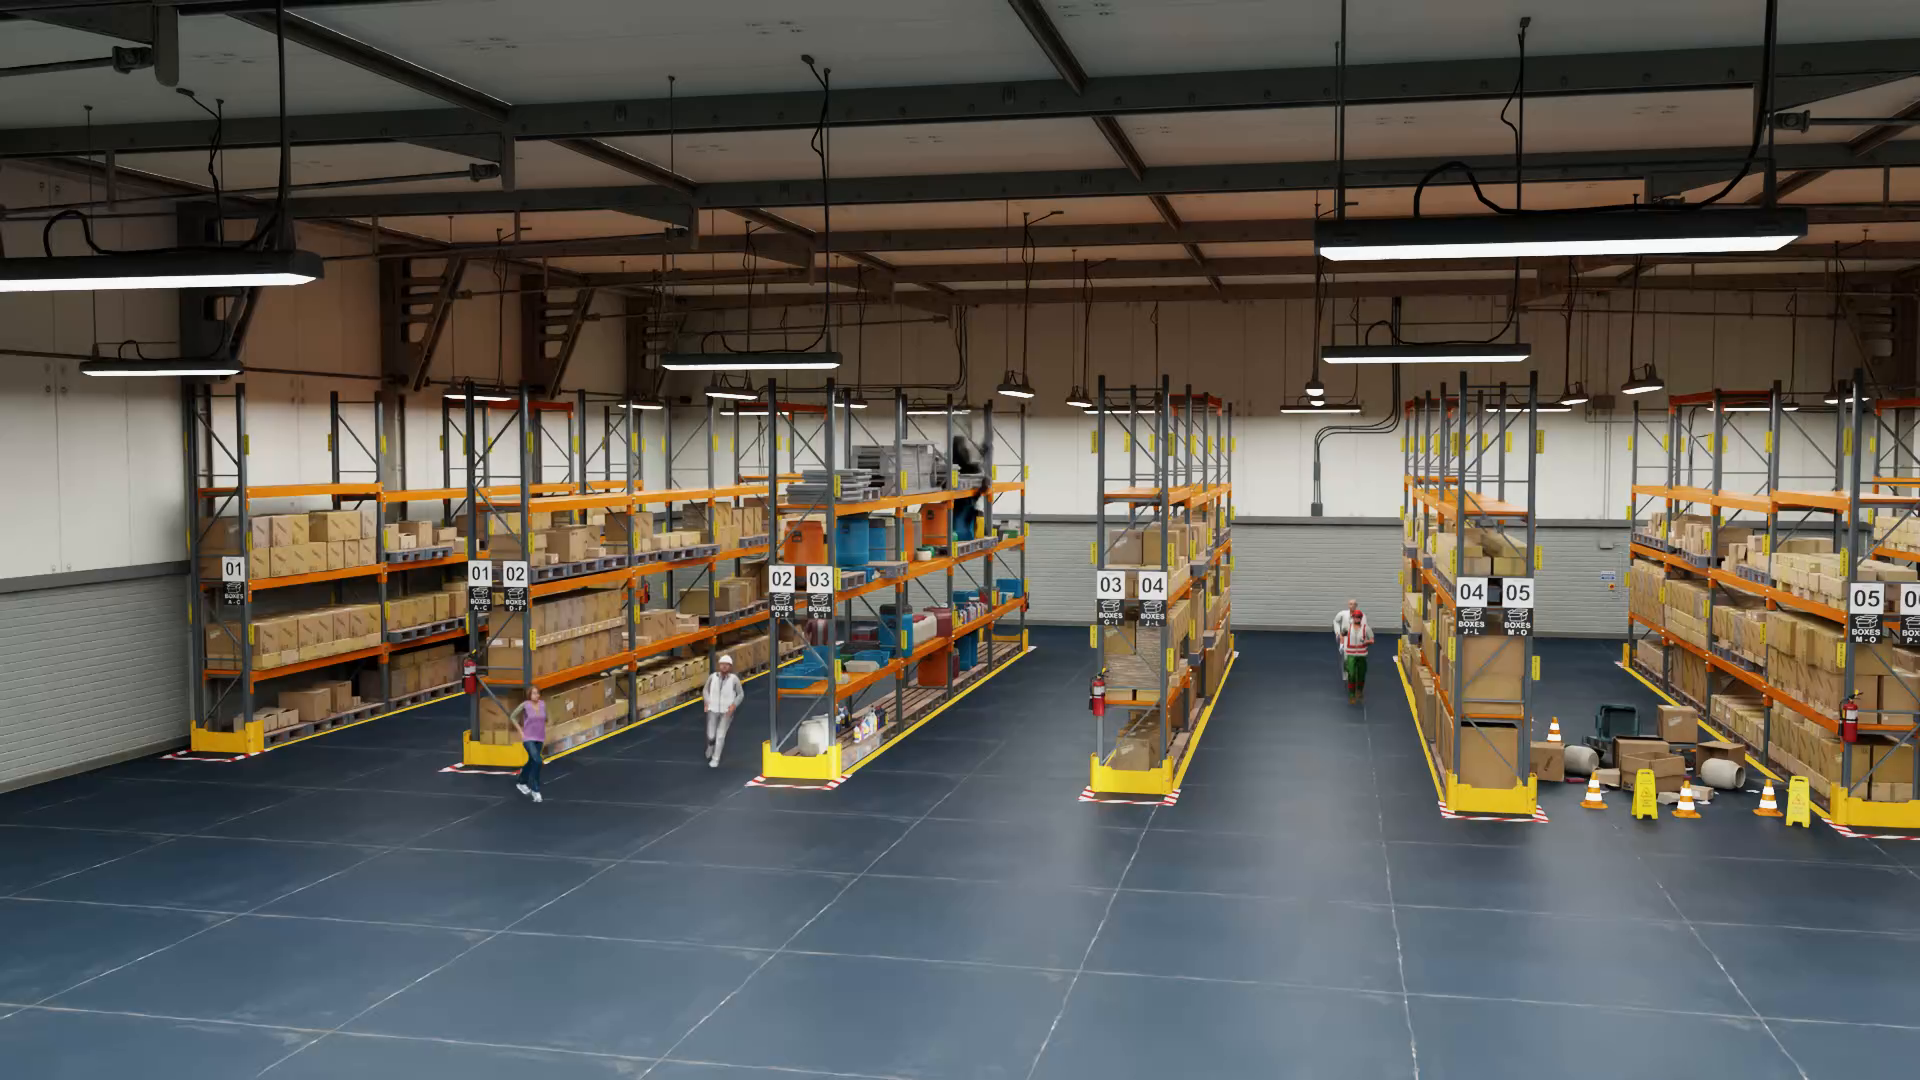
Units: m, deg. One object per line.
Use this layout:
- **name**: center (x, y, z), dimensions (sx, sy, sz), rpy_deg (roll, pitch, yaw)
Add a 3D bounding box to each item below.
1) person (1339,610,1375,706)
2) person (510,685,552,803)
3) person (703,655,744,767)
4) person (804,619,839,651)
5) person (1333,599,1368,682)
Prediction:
- **person**: center (7.660, 2.240, 32.107), dimensions (0.660, 1.787, 0.976), rpy_deg (1, 3, 13)
- **person**: center (-6.029, 2.868, 23.513), dimensions (0.721, 1.650, 0.509), rpy_deg (3, 4, 41)
- **person**: center (-3.704, 2.662, 26.027), dimensions (0.666, 1.735, 0.562), rpy_deg (0, 3, 0)
- **person**: center (-2.825, 2.210, 33.782), dimensions (0.710, 1.733, 0.637), rpy_deg (0, 3, -1)
- **person**: center (8.227, 2.118, 34.957), dimensions (0.685, 1.747, 0.712), rpy_deg (0, 3, 6)
